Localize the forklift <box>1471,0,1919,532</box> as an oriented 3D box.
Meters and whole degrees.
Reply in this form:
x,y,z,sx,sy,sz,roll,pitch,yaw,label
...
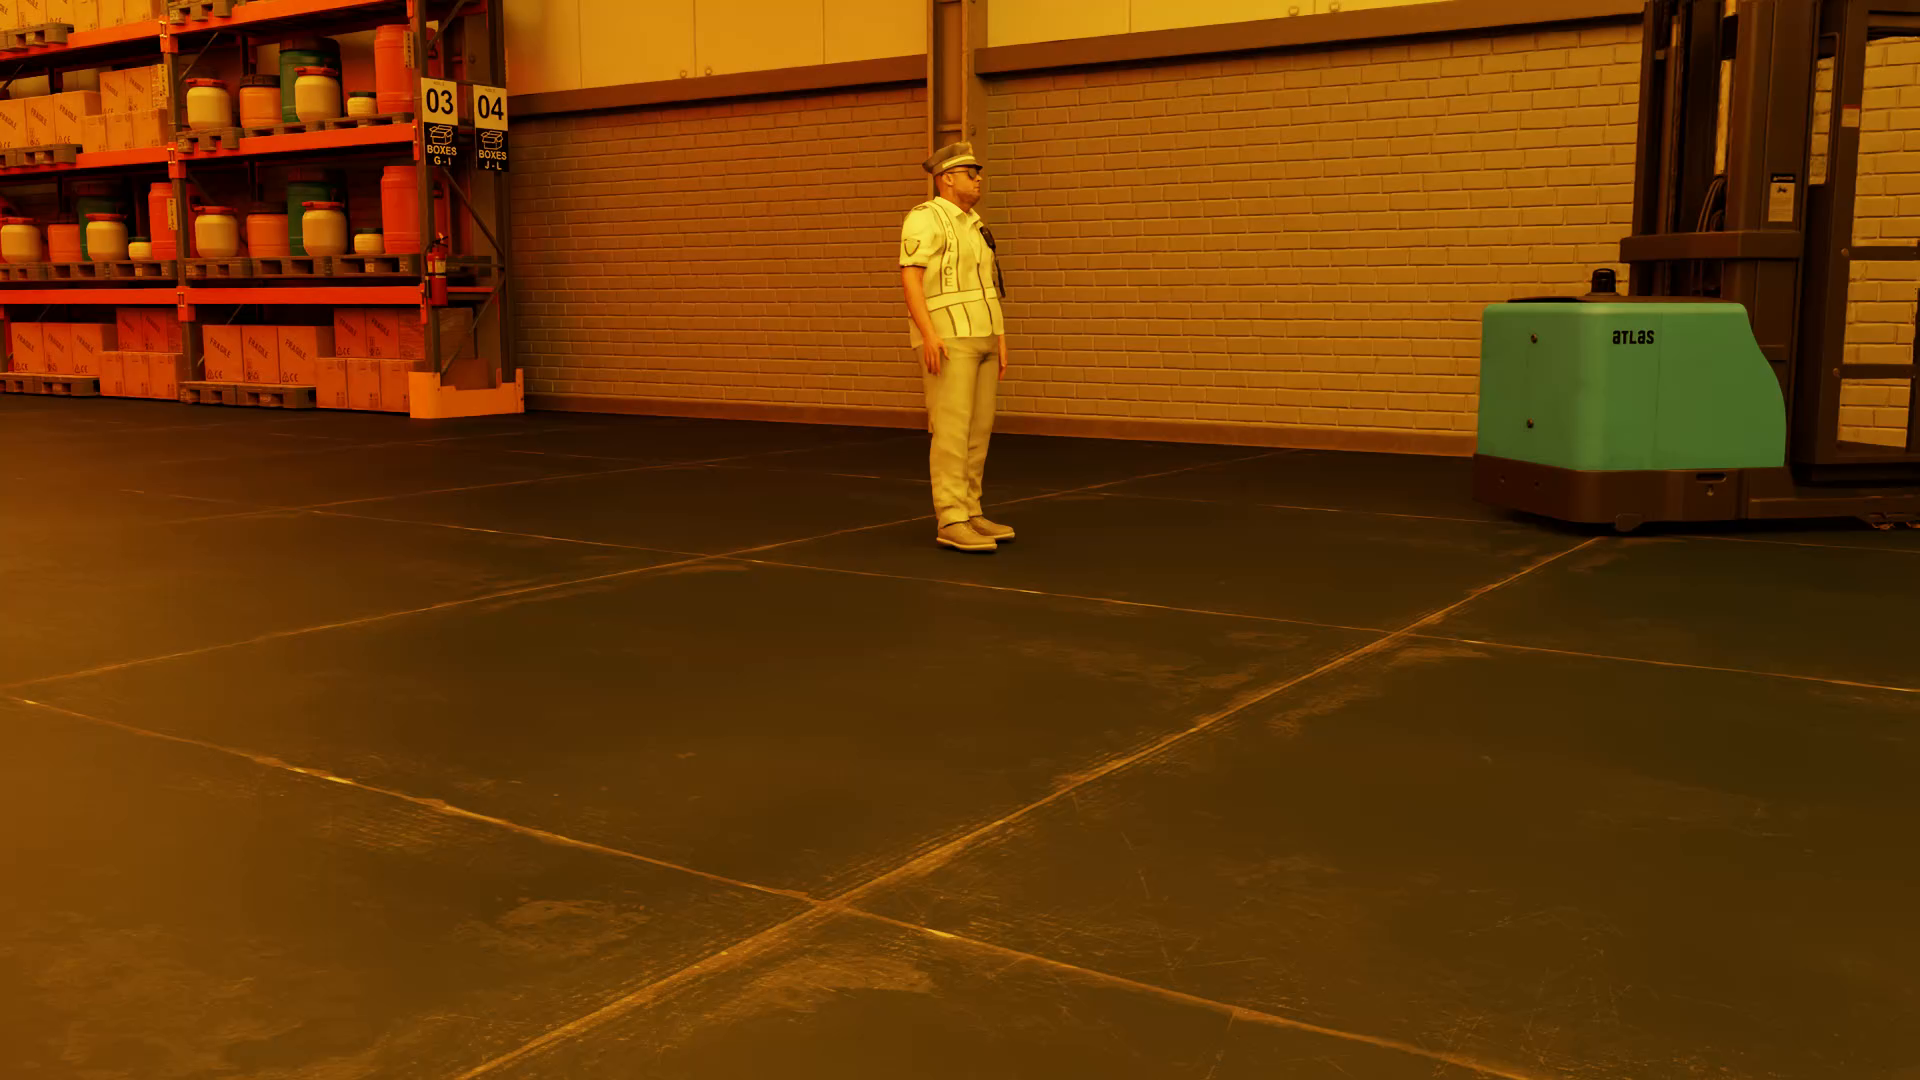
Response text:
x,y,z,sx,sy,sz,roll,pitch,yaw,label
4.200,-1.569,8.229,3.031,2.935,1.130,-2,8,-12,forklift

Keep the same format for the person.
x,y,z,sx,sy,sz,roll,pitch,yaw,label
0.058,-0.882,7.424,0.575,1.781,0.640,5,10,34,person
